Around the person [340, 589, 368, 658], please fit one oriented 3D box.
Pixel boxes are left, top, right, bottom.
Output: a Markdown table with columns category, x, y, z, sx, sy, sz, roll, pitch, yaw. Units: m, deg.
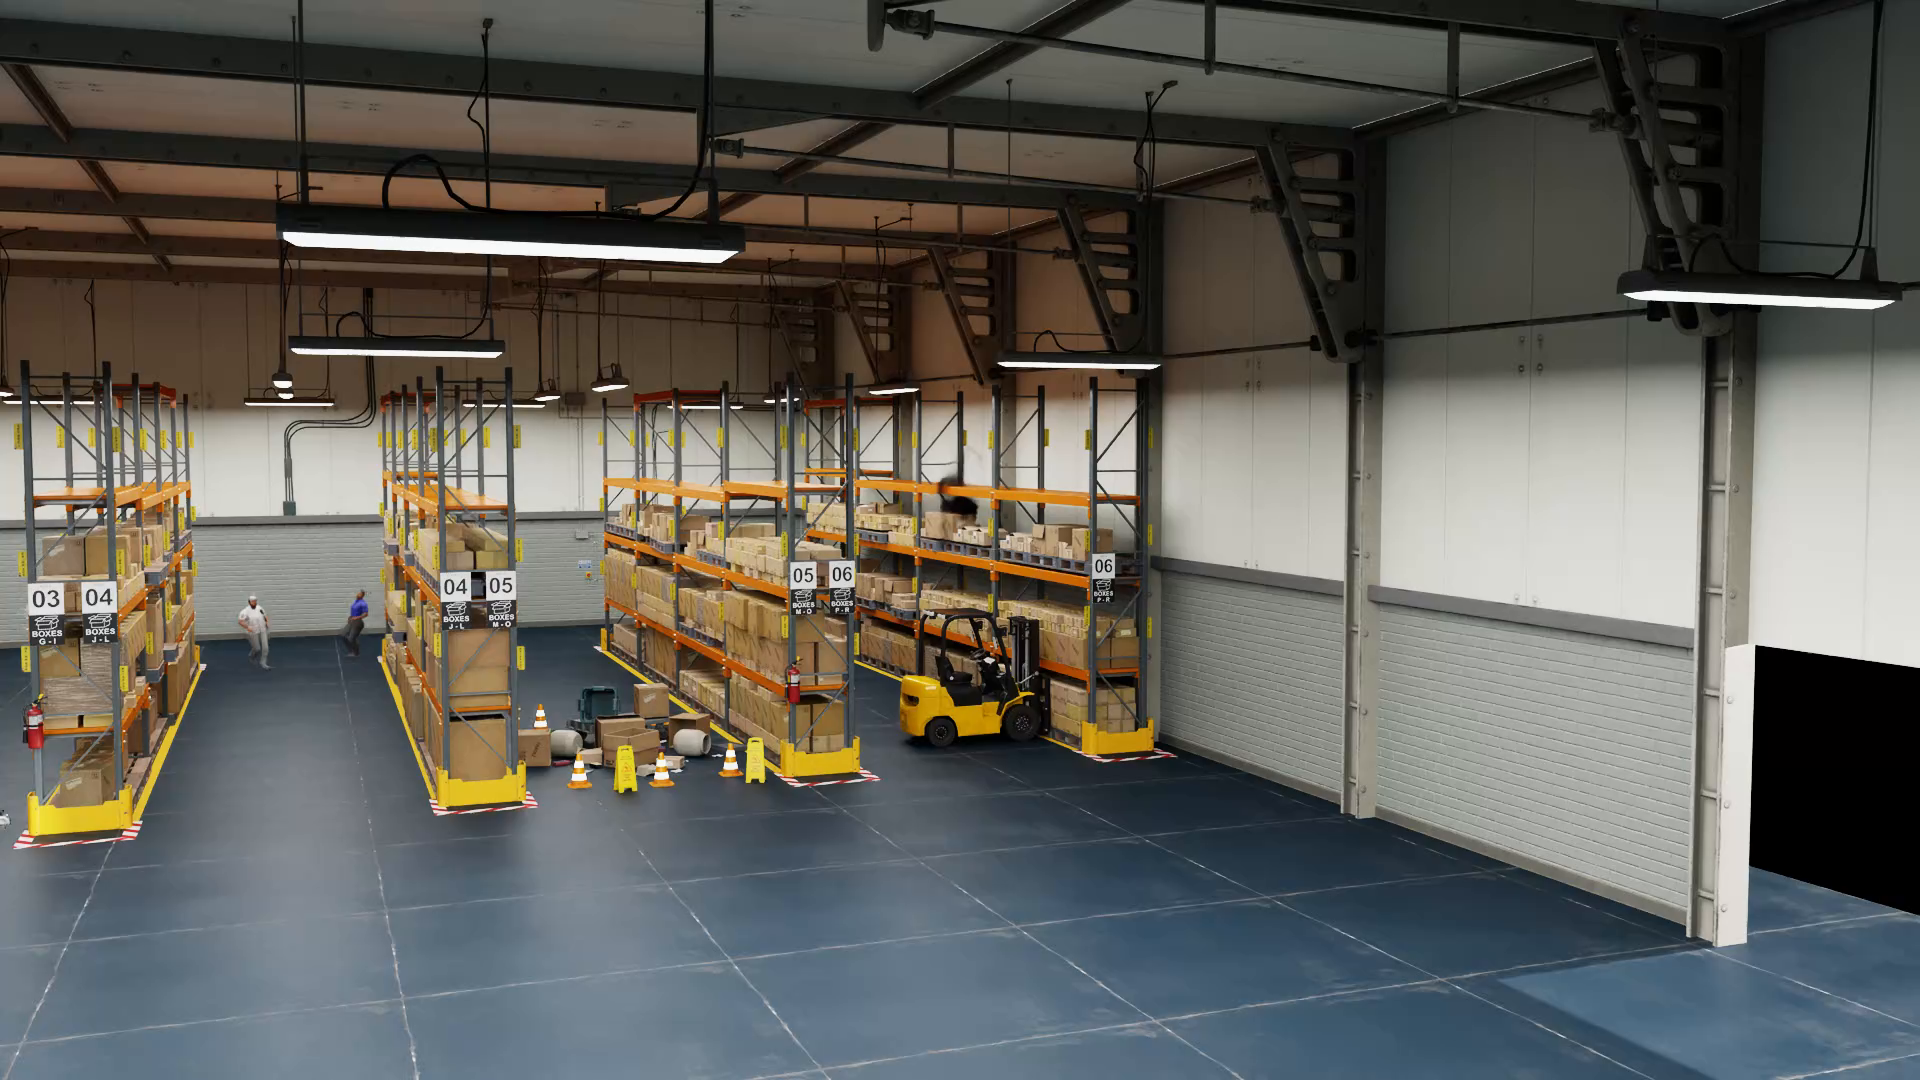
| category | x | y | z | sx | sy | sz | roll | pitch | yaw |
| --- | --- | --- | --- | --- | --- | --- | --- | --- | --- |
| person | -13.892 | 1.927 | 38.099 | 0.669 | 1.607 | 0.502 | 3 | 5 | 42 |

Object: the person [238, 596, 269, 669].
| category | x | y | z | sx | sy | sz | roll | pitch | yaw |
| --- | --- | --- | --- | --- | --- | --- | --- | --- | --- |
| person | -15.426 | 2.027 | 36.395 | 0.598 | 1.600 | 0.630 | 3 | 5 | 41 |

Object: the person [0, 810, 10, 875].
| category | x | y | z | sx | sy | sz | roll | pitch | yaw |
| --- | --- | --- | --- | --- | --- | --- | --- | --- | --- |
| person | -10.119 | 3.119 | 17.166 | 0.647 | 1.672 | 0.582 | 0 | 3 | 3 |
